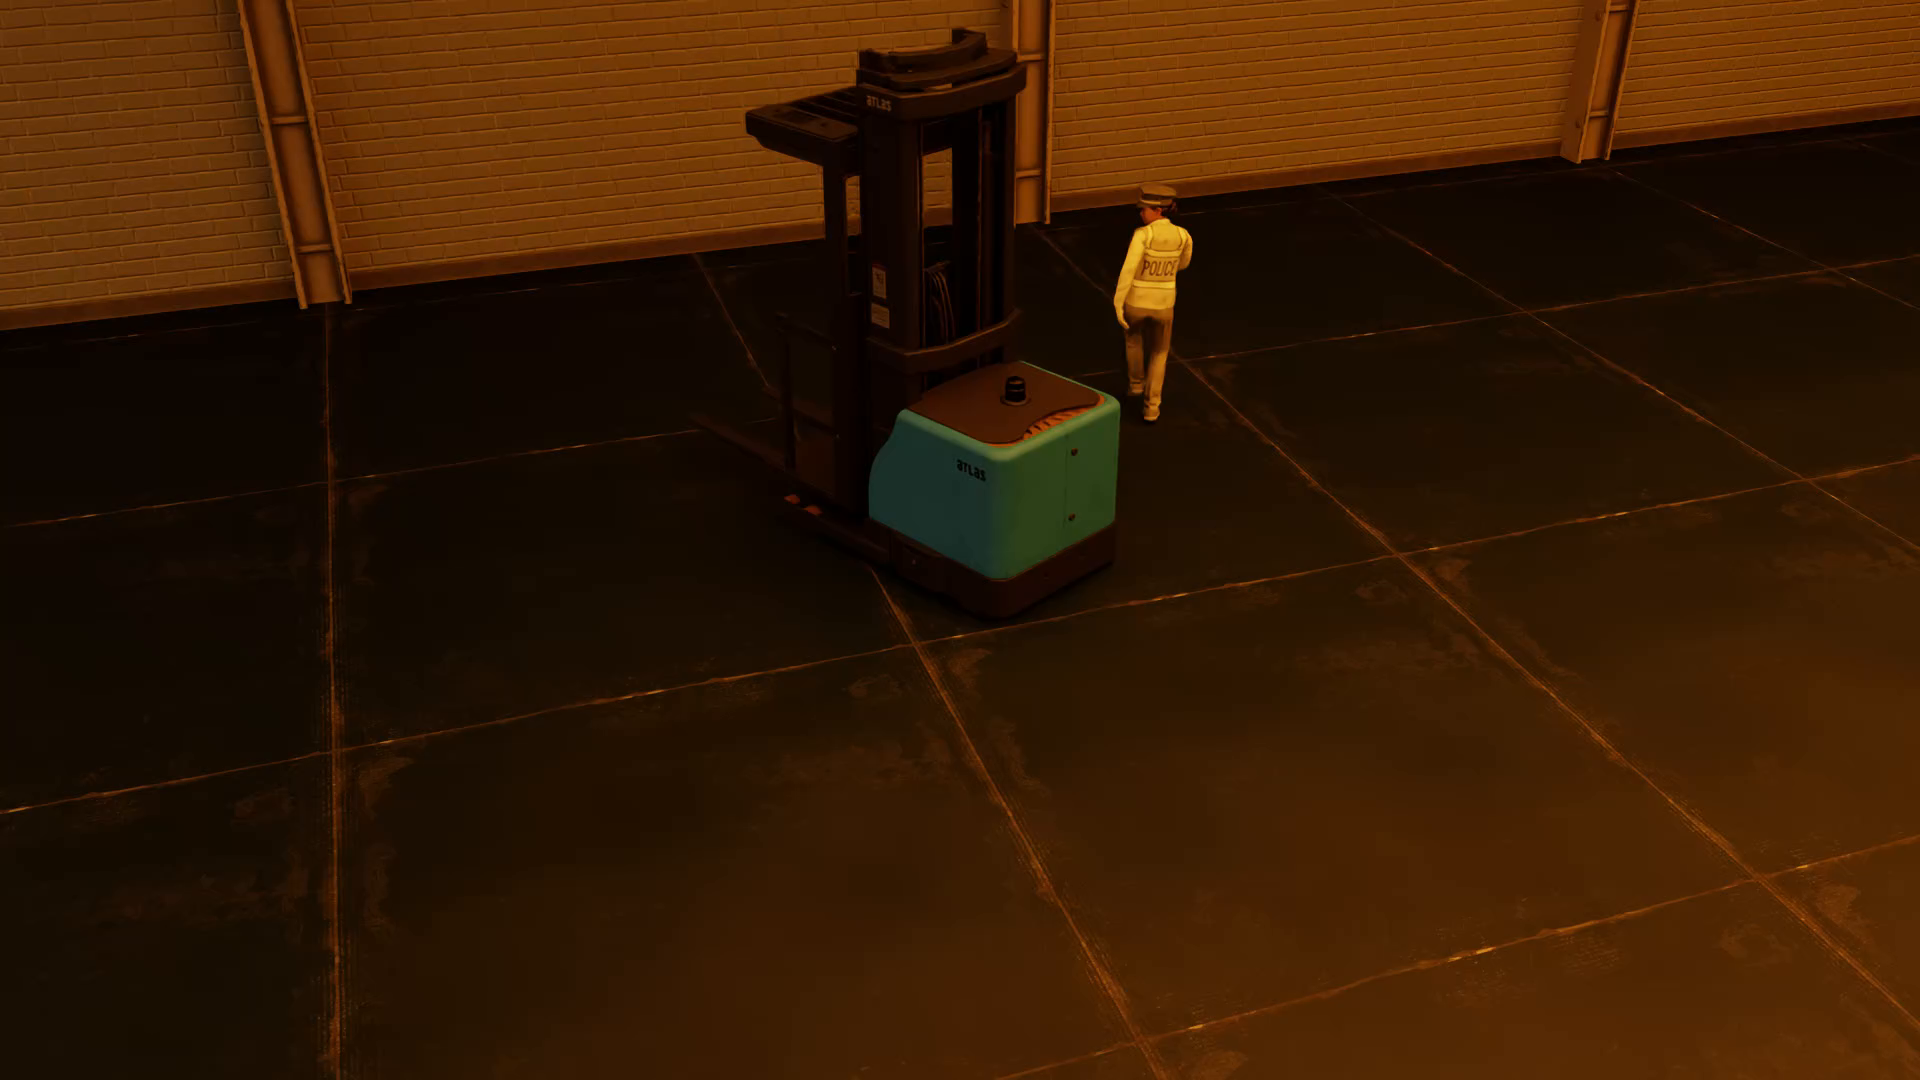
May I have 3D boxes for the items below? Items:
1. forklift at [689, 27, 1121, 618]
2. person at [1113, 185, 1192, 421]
[{"bbox_3d":[-0.487,-1.475,9.651,3.031,2.935,1.130,26,39,38],"label":"forklift"},{"bbox_3d":[1.277,-1.570,11.212,0.549,1.666,0.783,0,30,0],"label":"person"}]
